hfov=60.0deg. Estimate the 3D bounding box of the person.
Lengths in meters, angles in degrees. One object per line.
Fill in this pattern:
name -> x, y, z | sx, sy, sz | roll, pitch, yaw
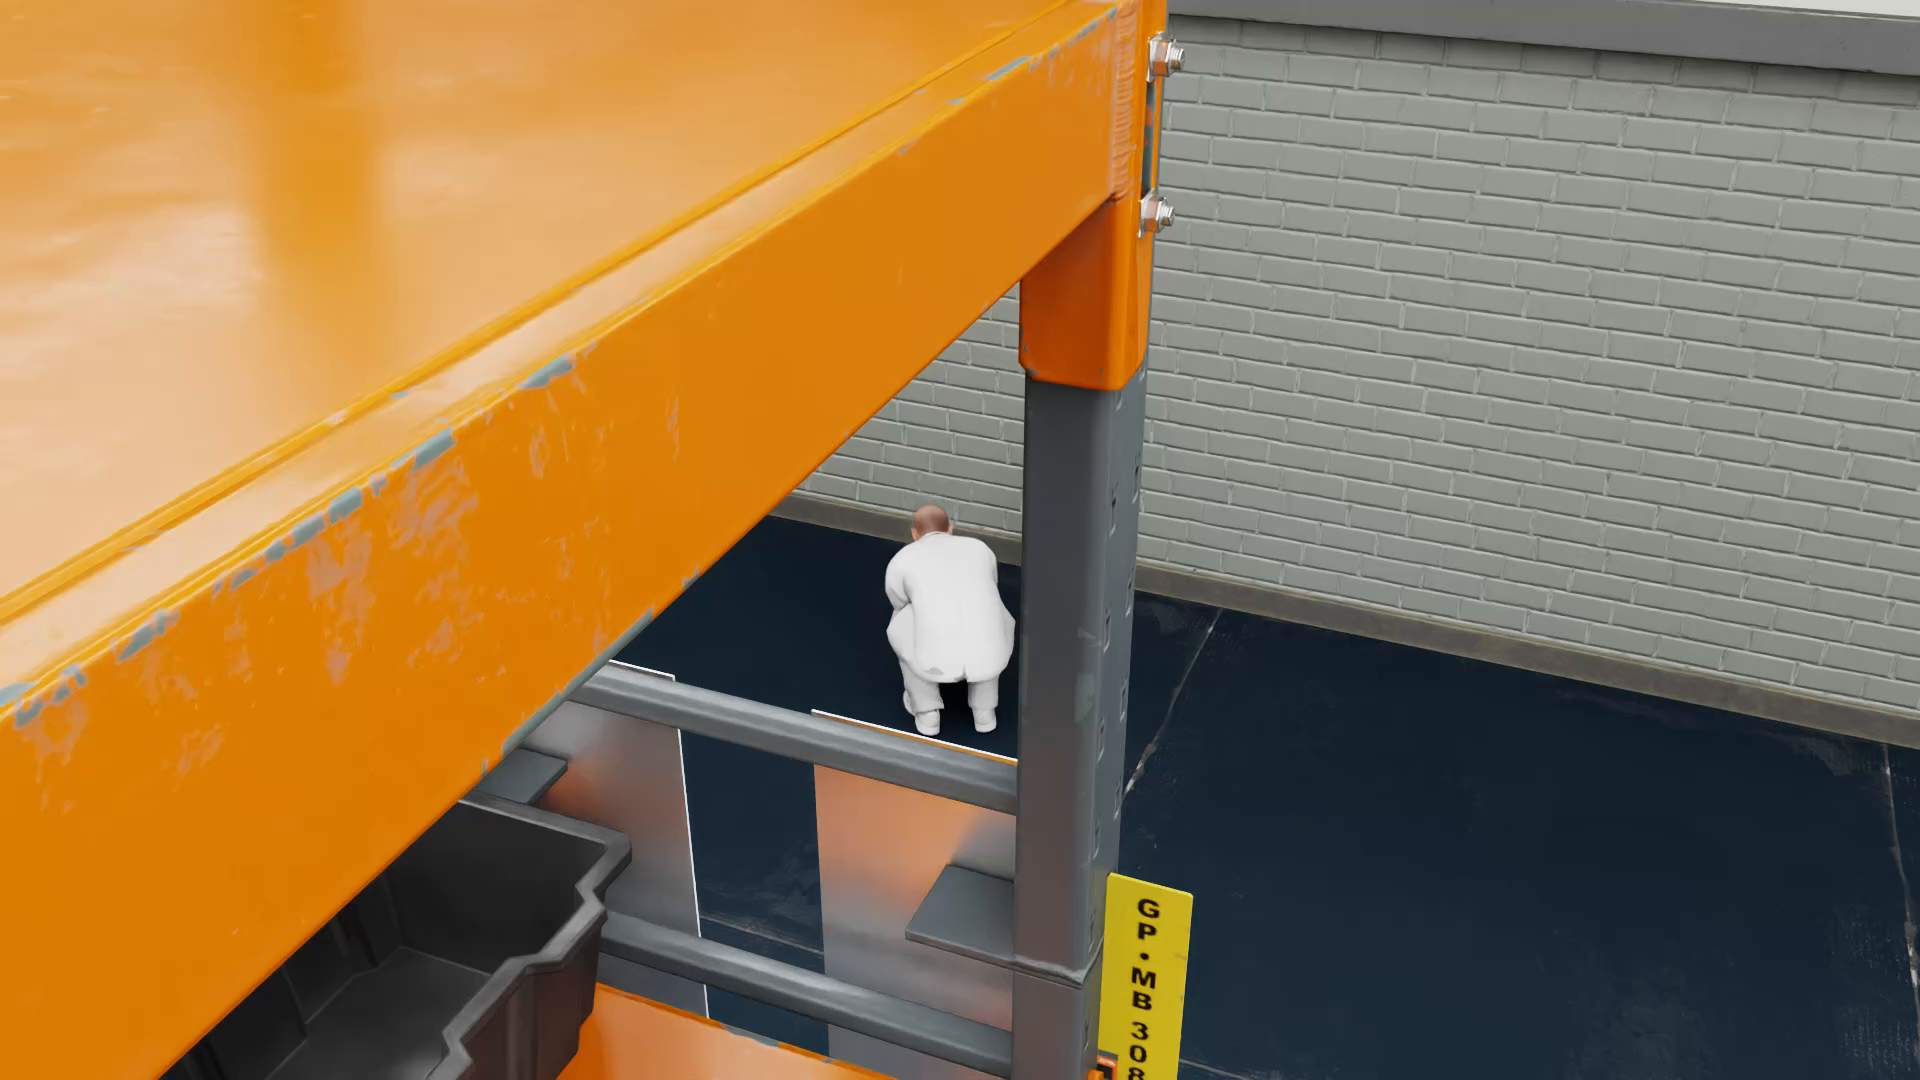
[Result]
person -> -0.048, 0.395, 7.535 | 0.582, 0.889, 0.932 | -3, 29, -6
